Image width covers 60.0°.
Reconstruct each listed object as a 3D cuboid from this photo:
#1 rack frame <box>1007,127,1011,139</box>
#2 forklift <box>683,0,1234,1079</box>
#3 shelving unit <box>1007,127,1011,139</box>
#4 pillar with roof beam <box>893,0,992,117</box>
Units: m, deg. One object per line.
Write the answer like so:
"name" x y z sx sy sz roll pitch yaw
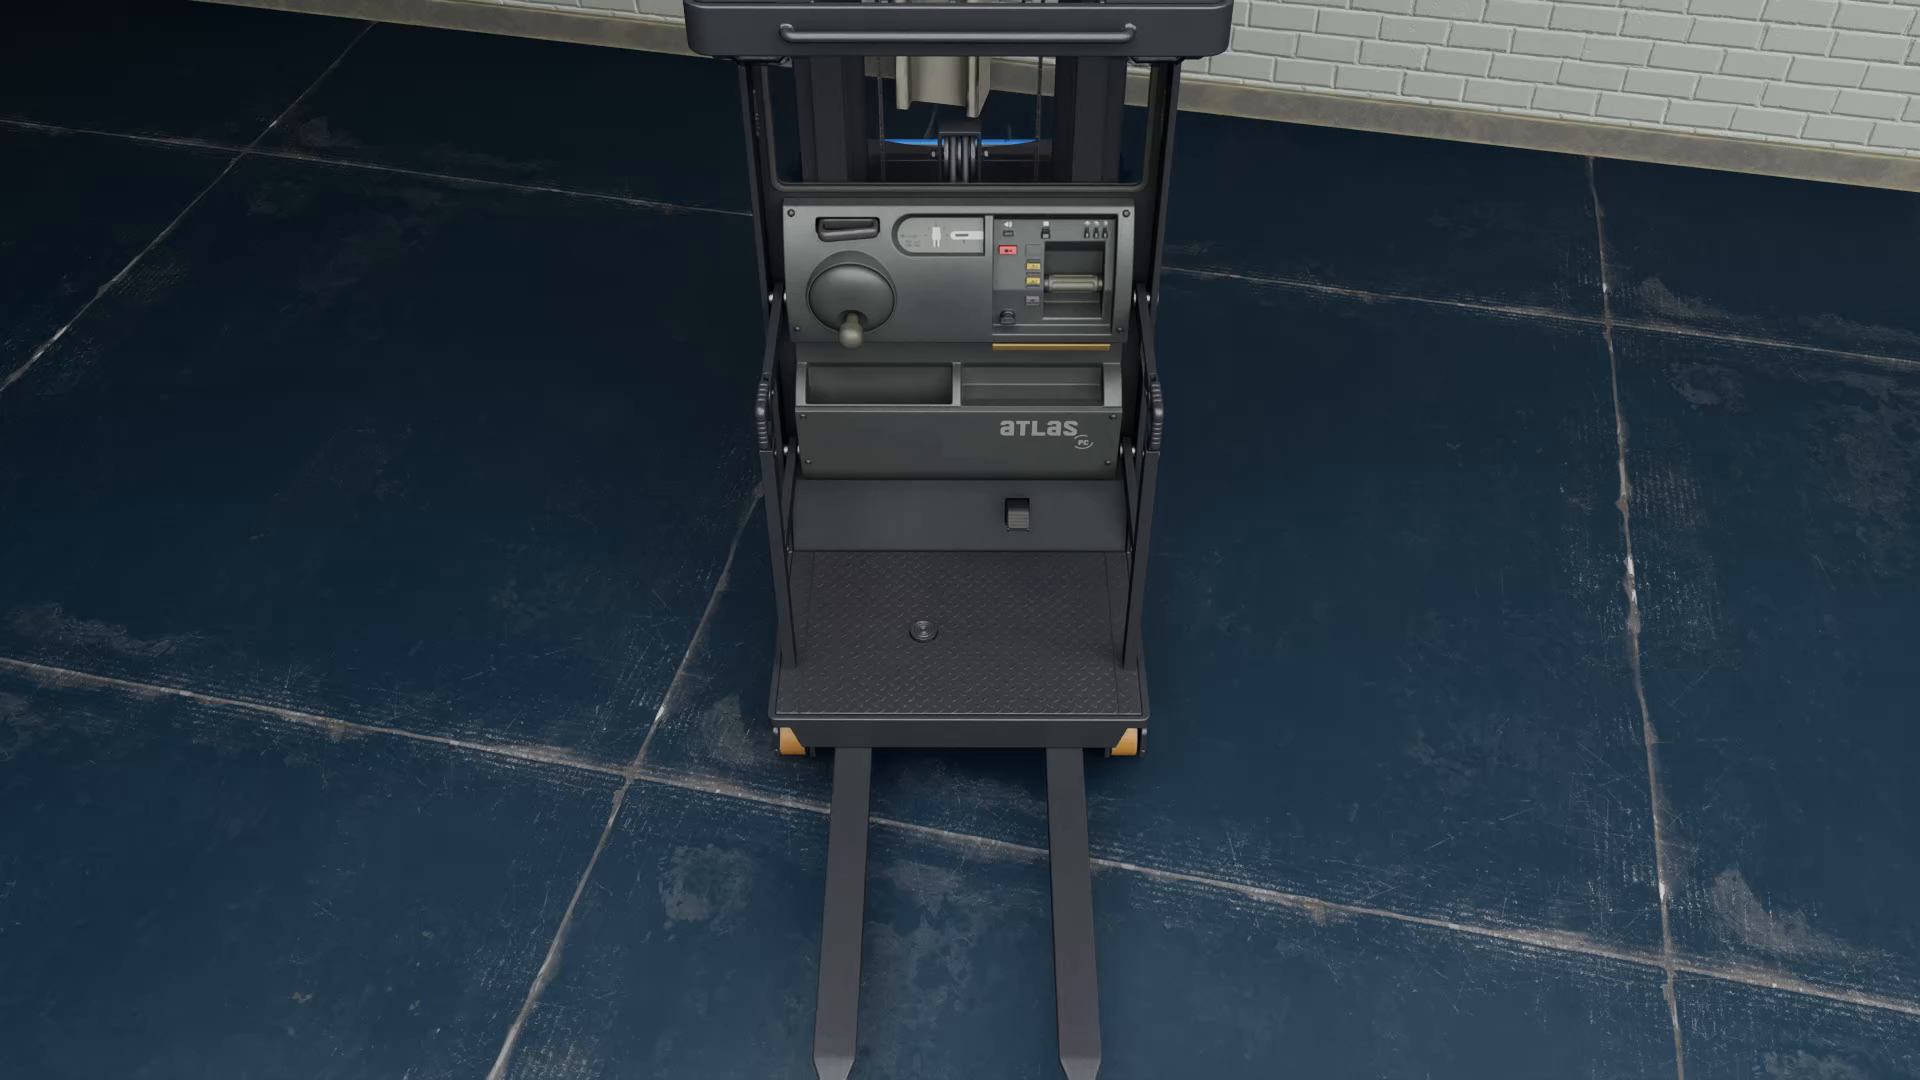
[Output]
"rack frame" 0.133 -1.091 6.235 0.006 0.900 0.240 18 47 17
"forklift" -0.002 -0.620 4.281 1.130 2.935 3.031 0 44 0
"shelving unit" 0.226 -1.062 6.204 0.210 0.900 0.258 18 47 17
"pillar with roof beam" -1.017 -2.451 1.807 0.400 9.000 9.100 9 45 9
